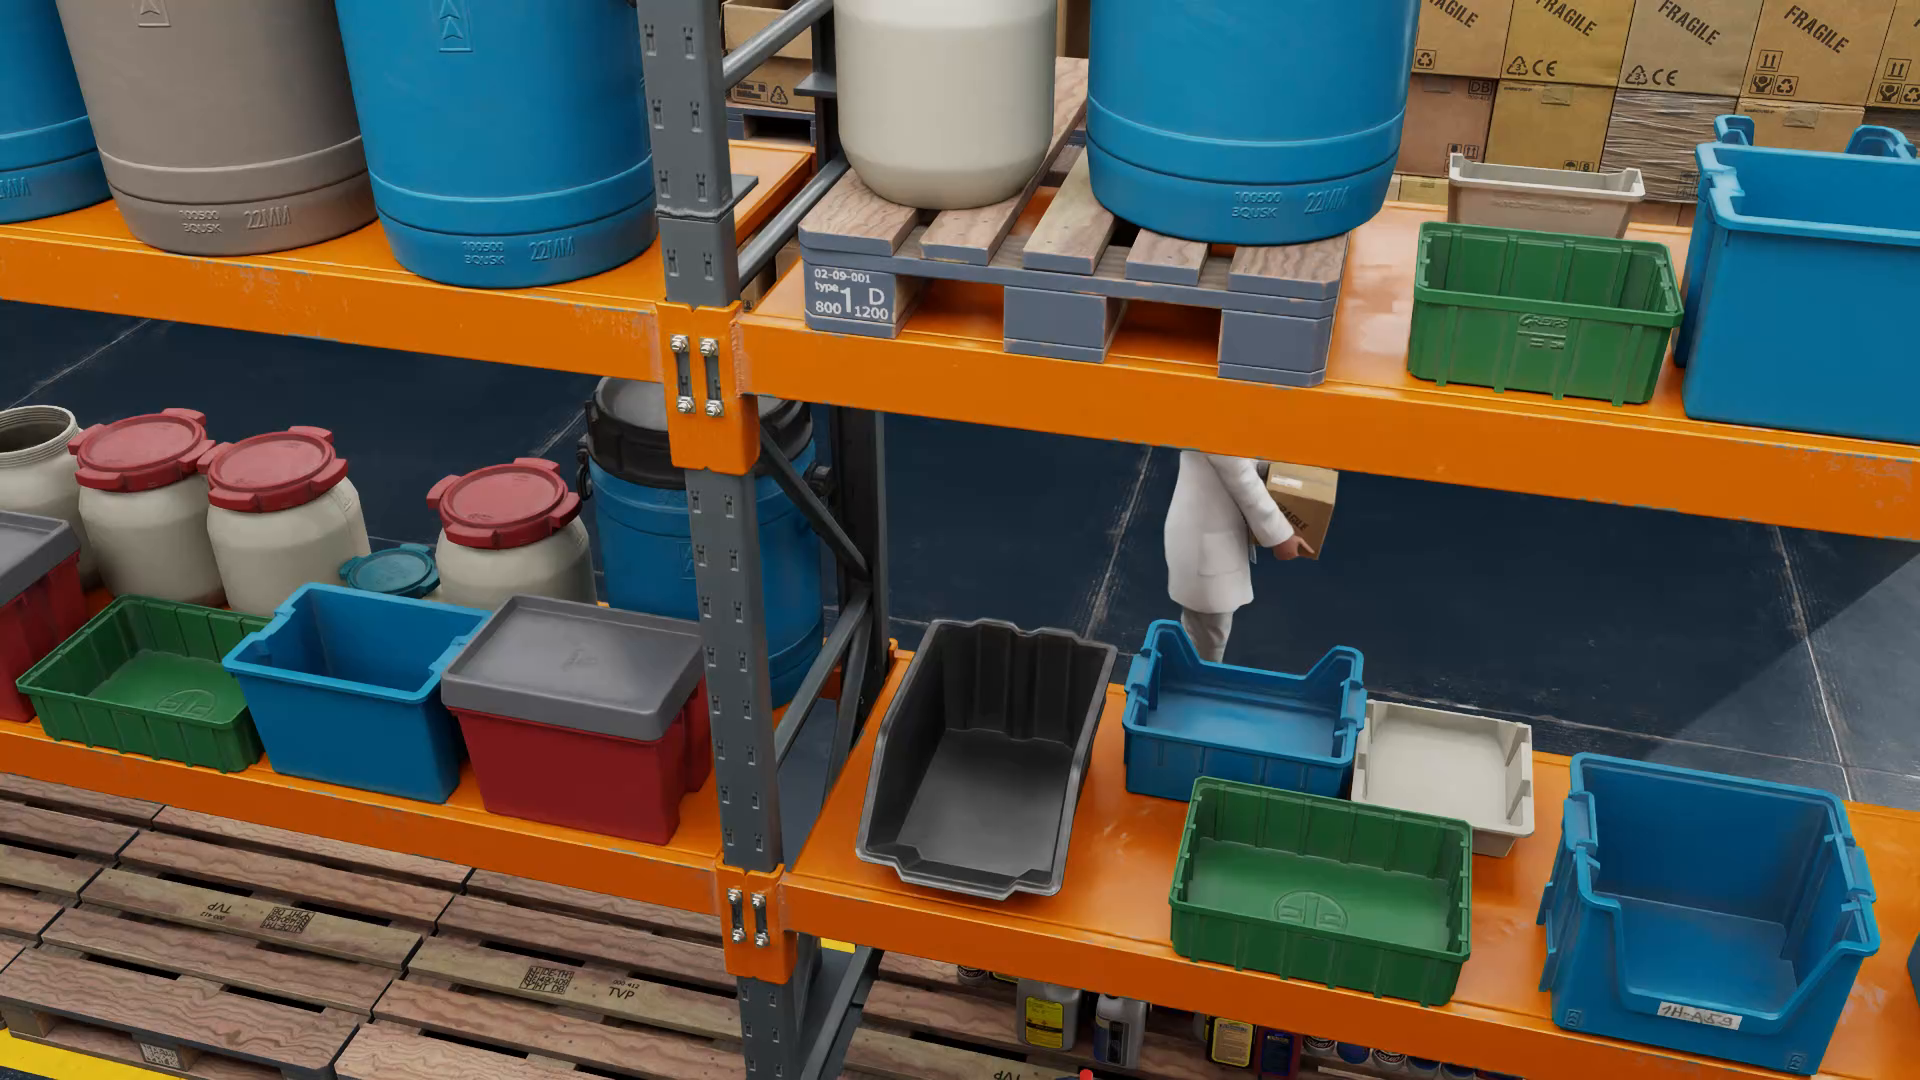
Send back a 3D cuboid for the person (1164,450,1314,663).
[{"bbox_3d":[1.044,-0.024,6.193,0.551,1.780,0.526,8,33,12],"label":"person"}]
